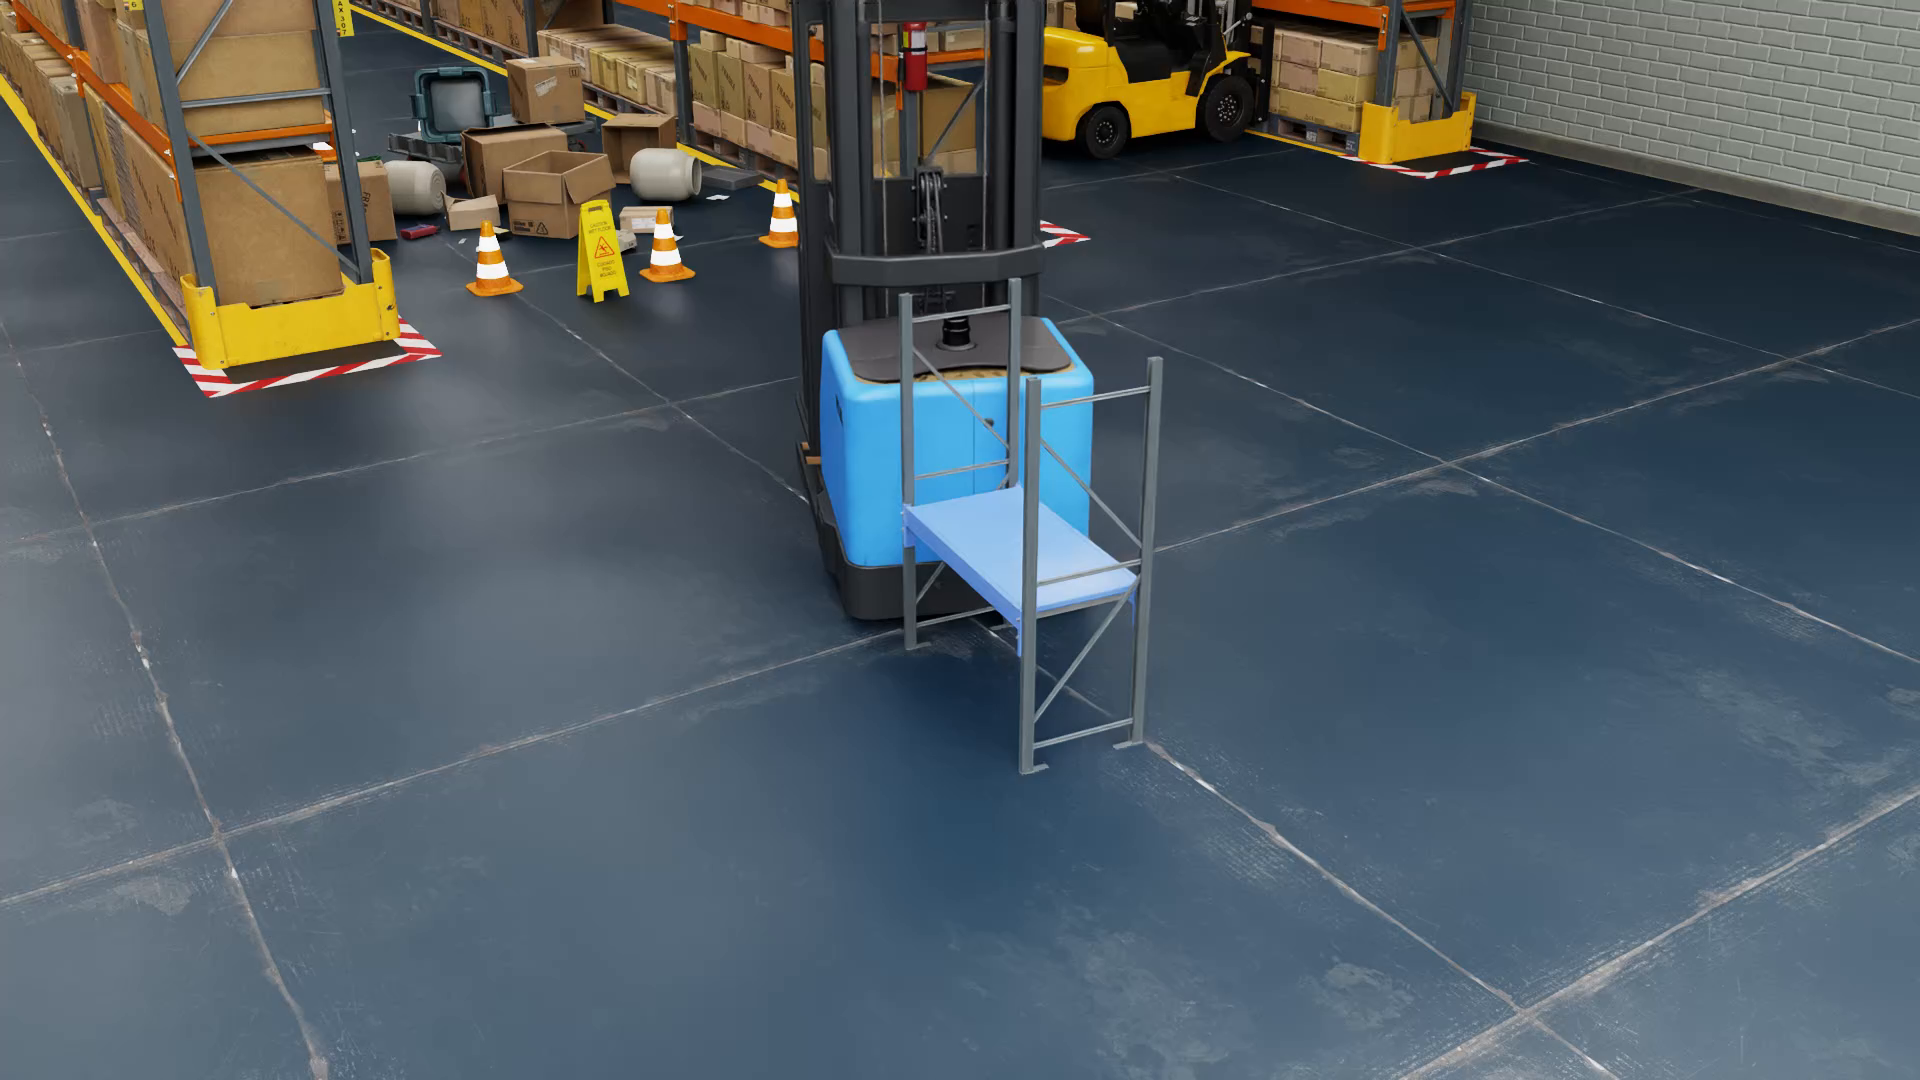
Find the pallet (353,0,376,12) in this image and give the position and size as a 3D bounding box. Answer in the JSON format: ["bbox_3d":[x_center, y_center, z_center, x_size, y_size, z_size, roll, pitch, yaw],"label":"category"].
[{"bbox_3d":[-8.233,-7.948,24.339,1.003,0.211,1.213,-16,29,-30],"label":"pallet"}]

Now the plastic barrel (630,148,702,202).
[{"bbox_3d":[-2.397,-2.975,13.555,0.512,0.421,0.421,3,25,6],"label":"plastic barrel"}]

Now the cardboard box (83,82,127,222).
[{"bbox_3d":[-5.992,-2.983,12.551,0.875,0.875,0.875,-15,29,-29],"label":"cardboard box"}]

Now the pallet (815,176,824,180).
[{"bbox_3d":[-0.456,-2.819,13.474,1.003,0.211,1.213,-16,29,-30],"label":"pallet"}]

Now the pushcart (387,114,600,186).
[{"bbox_3d":[-4.067,-3.449,14.615,0.936,0.377,1.648,18,31,33],"label":"pushcart"}]

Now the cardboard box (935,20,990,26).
[{"bbox_3d":[-0.027,-4.168,12.599,0.500,0.500,0.500,-16,30,-30],"label":"cardboard box"}]

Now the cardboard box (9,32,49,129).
[{"bbox_3d":[-8.203,-4.359,15.614,1.050,0.750,0.750,-16,30,-30],"label":"cardboard box"}]

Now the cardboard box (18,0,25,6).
[{"bbox_3d":[-8.161,-5.066,14.850,0.500,0.500,0.500,-16,30,-30],"label":"cardboard box"}]

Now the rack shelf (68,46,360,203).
[{"bbox_3d":[-5.185,-2.954,11.337,1.077,0.370,4.000,-16,29,-30],"label":"rack shelf"}]

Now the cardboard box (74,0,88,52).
[{"bbox_3d":[-6.065,-3.933,12.393,0.875,0.550,0.550,-16,29,-30],"label":"cardboard box"}]

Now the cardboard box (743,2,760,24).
[{"bbox_3d":[-1.590,-4.424,13.901,0.380,0.149,0.250,-15,29,-29],"label":"cardboard box"}]

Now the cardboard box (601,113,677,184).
[{"bbox_3d":[-2.739,-3.355,14.268,0.500,0.500,0.500,3,25,6],"label":"cardboard box"}]

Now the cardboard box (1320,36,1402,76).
[{"bbox_3d":[3.644,-4.402,15.120,0.500,0.250,0.500,-14,29,-28],"label":"cardboard box"}]

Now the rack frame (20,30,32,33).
[{"bbox_3d":[-8.460,-5.425,15.729,1.000,3.000,0.127,-16,29,-30],"label":"rack frame"}]

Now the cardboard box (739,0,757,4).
[{"bbox_3d":[-1.621,-4.785,13.907,0.500,0.500,0.500,-16,30,-30],"label":"cardboard box"}]

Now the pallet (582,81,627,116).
[{"bbox_3d":[-3.280,-4.638,17.328,1.003,0.211,1.213,-16,29,-30],"label":"pallet"}]

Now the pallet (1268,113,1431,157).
[{"bbox_3d":[3.704,-3.915,15.795,1.003,0.211,1.213,-16,29,-30],"label":"pallet"}]

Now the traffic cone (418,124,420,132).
[{"bbox_3d":[-5.030,-4.025,15.735,0.336,0.463,0.334,-16,29,-30],"label":"traffic cone"}]

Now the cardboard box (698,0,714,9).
[{"bbox_3d":[-2.100,-4.805,14.709,0.380,0.149,0.250,-15,29,-28],"label":"cardboard box"}]

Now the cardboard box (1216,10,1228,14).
[{"bbox_3d":[2.526,-5.134,16.670,0.500,0.250,0.500,-14,29,-28],"label":"cardboard box"}]

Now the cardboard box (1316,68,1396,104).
[{"bbox_3d":[3.629,-4.186,15.246,0.500,0.250,0.500,-16,30,-30],"label":"cardboard box"}]

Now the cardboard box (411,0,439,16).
[{"bbox_3d":[-6.804,-7.327,22.266,0.875,0.438,0.875,-16,30,-30],"label":"cardboard box"}]

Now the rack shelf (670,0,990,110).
[{"bbox_3d":[-1.092,-4.144,13.857,1.077,0.370,4.000,-16,29,-30],"label":"rack shelf"}]

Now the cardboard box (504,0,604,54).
[{"bbox_3d":[-4.675,-6.111,19.177,0.875,0.875,0.875,-16,30,-30],"label":"cardboard box"}]

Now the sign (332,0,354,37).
[{"bbox_3d":[-3.624,-3.119,9.735,0.100,0.325,0.005,-16,29,-30],"label":"sign"}]

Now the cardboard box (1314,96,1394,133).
[{"bbox_3d":[3.635,-3.953,15.338,0.500,0.250,0.500,-15,29,-29],"label":"cardboard box"}]

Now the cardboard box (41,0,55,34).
[{"bbox_3d":[-7.061,-4.345,13.323,0.500,0.500,0.500,-16,30,-30],"label":"cardboard box"}]

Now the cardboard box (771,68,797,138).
[{"bbox_3d":[-1.214,-3.633,13.783,0.500,0.500,0.500,-16,30,-31],"label":"cardboard box"}]

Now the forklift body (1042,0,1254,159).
[{"bbox_3d":[1.593,-4.781,15.358,2.313,2.155,1.214,-16,29,-30],"label":"forklift body"}]

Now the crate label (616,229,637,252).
[{"bbox_3d":[-2.542,-2.199,12.247,0.298,0.136,0.250,12,28,24],"label":"crate label"}]

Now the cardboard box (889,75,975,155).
[{"bbox_3d":[-0.223,-3.401,13.291,0.500,0.500,0.500,-17,30,-31],"label":"cardboard box"}]

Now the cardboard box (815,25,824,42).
[{"bbox_3d":[-0.903,-3.971,12.941,0.380,0.149,0.250,-15,29,-29],"label":"cardboard box"}]

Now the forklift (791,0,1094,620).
[{"bbox_3d":[-0.224,-1.599,7.703,1.130,2.935,3.031,-5,26,-10],"label":"forklift"}]

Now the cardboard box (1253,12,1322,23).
[{"bbox_3d":[3.239,-5.071,16.535,0.500,0.250,0.500,-16,30,-31],"label":"cardboard box"}]

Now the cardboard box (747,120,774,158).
[{"bbox_3d":[-1.496,-3.480,14.336,0.500,0.250,0.500,-16,30,-30],"label":"cardboard box"}]

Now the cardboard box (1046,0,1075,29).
[{"bbox_3d":[1.261,-5.922,19.071,0.875,0.625,0.625,-16,30,-30],"label":"cardboard box"}]

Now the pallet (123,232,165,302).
[{"bbox_3d":[-5.257,-2.007,11.754,1.003,0.211,1.213,-16,29,-30],"label":"pallet"}]

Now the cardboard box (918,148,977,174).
[{"bbox_3d":[-0.209,-3.053,13.433,0.500,0.250,0.500,-16,30,-30],"label":"cardboard box"}]

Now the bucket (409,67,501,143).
[{"bbox_3d":[-4.270,-3.690,14.108,0.726,0.611,0.620,-6,16,-12],"label":"bucket"}]

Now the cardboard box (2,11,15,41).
[{"bbox_3d":[-9.338,-5.186,16.779,0.500,0.250,0.500,-15,29,-29],"label":"cardboard box"}]

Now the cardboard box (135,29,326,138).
[{"bbox_3d":[-4.333,-2.754,9.894,0.875,0.550,0.550,-16,29,-30],"label":"cardboard box"}]

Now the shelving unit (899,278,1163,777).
[{"bbox_3d":[0.223,-0.079,6.160,0.538,1.500,1.048,-12,28,-23],"label":"shelving unit"}]

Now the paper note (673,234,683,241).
[{"bbox_3d":[-2.184,-2.285,12.555,0.142,0.019,0.148,18,31,33],"label":"paper note"}]

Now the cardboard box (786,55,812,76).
[{"bbox_3d":[-1.190,-3.859,13.502,0.380,0.149,0.250,-14,29,-27],"label":"cardboard box"}]

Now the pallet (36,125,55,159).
[{"bbox_3d":[-8.093,-3.865,15.690,1.003,0.211,1.213,-16,29,-30],"label":"pallet"}]

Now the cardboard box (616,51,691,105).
[{"bbox_3d":[-2.868,-4.629,16.629,0.950,0.372,0.625,-14,28,-26],"label":"cardboard box"}]

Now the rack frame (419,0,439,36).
[{"bbox_3d":[-6.551,-8.046,21.280,1.000,3.000,0.127,-16,29,-30],"label":"rack frame"}]
